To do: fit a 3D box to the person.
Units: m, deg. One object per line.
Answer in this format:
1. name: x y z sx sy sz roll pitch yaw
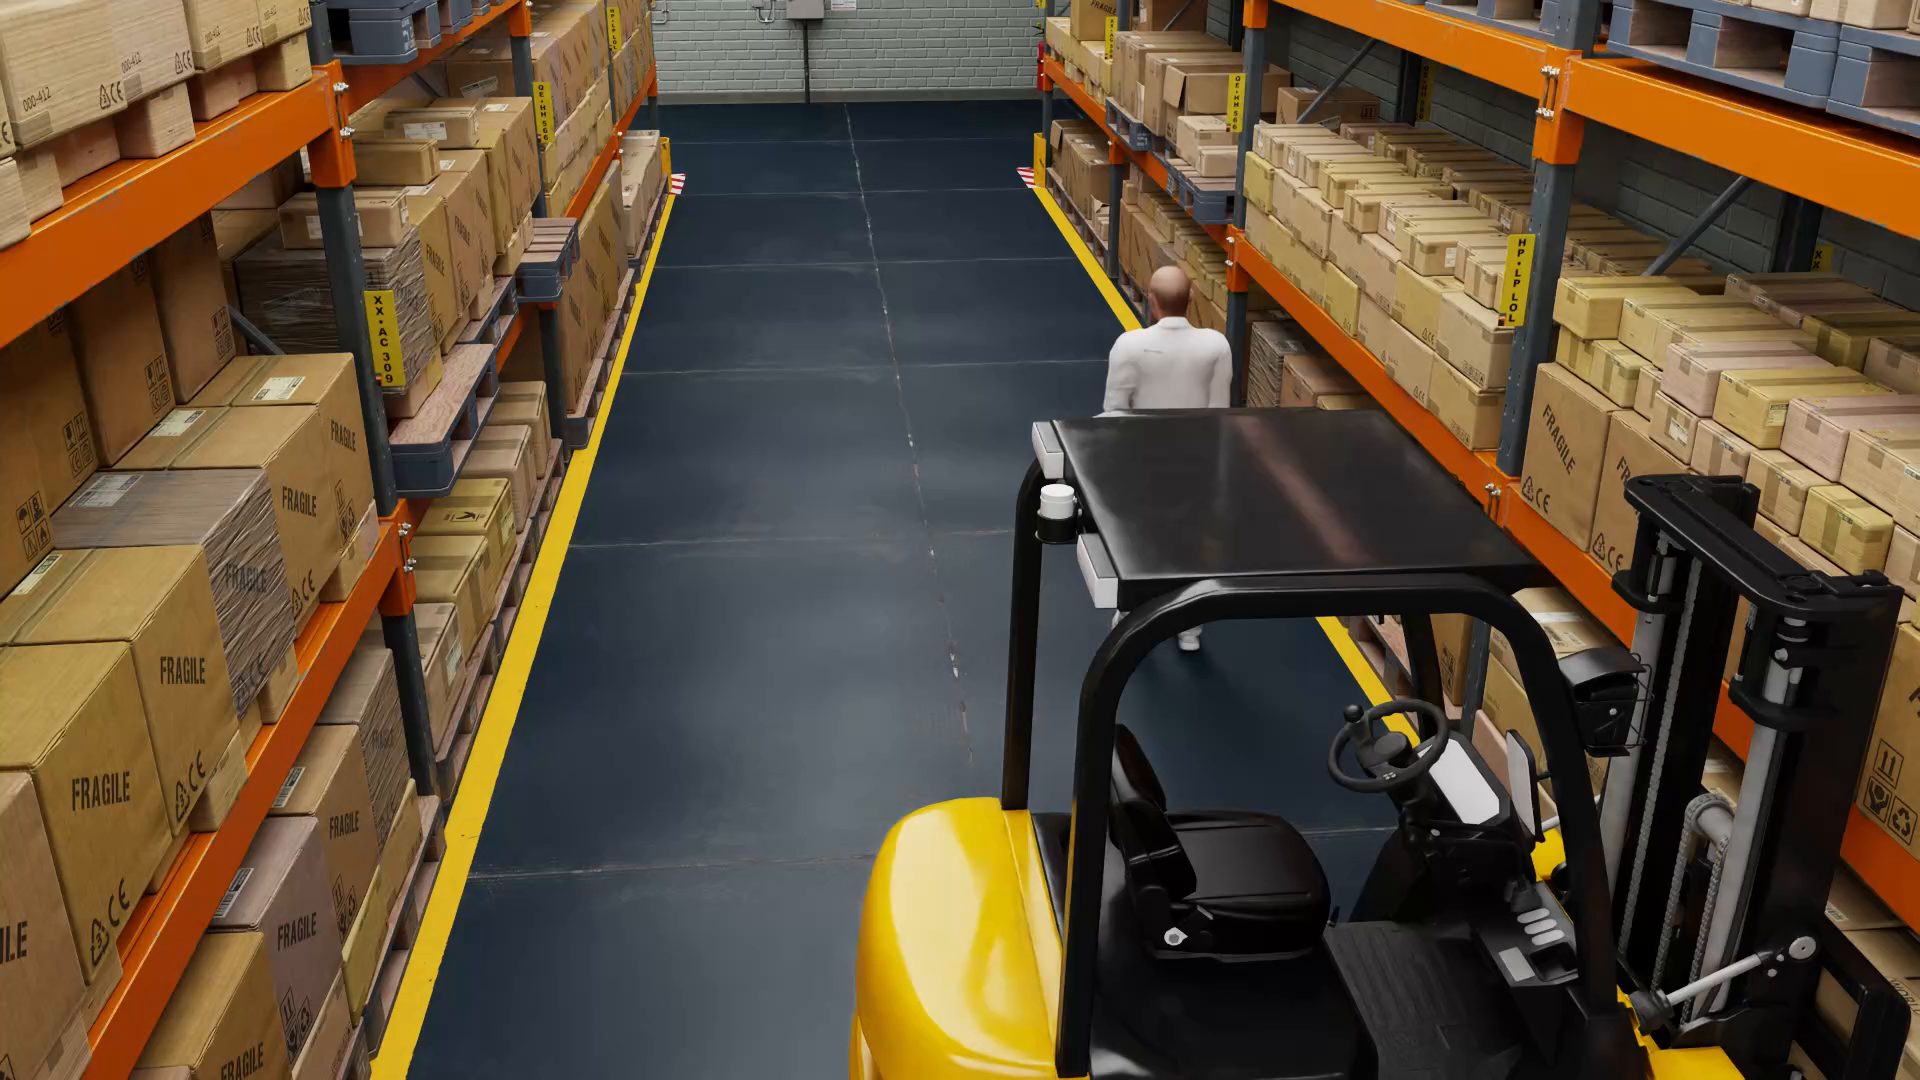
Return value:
1. person: 0.901 -0.360 7.458 0.562 1.774 0.383 -2 23 -4
